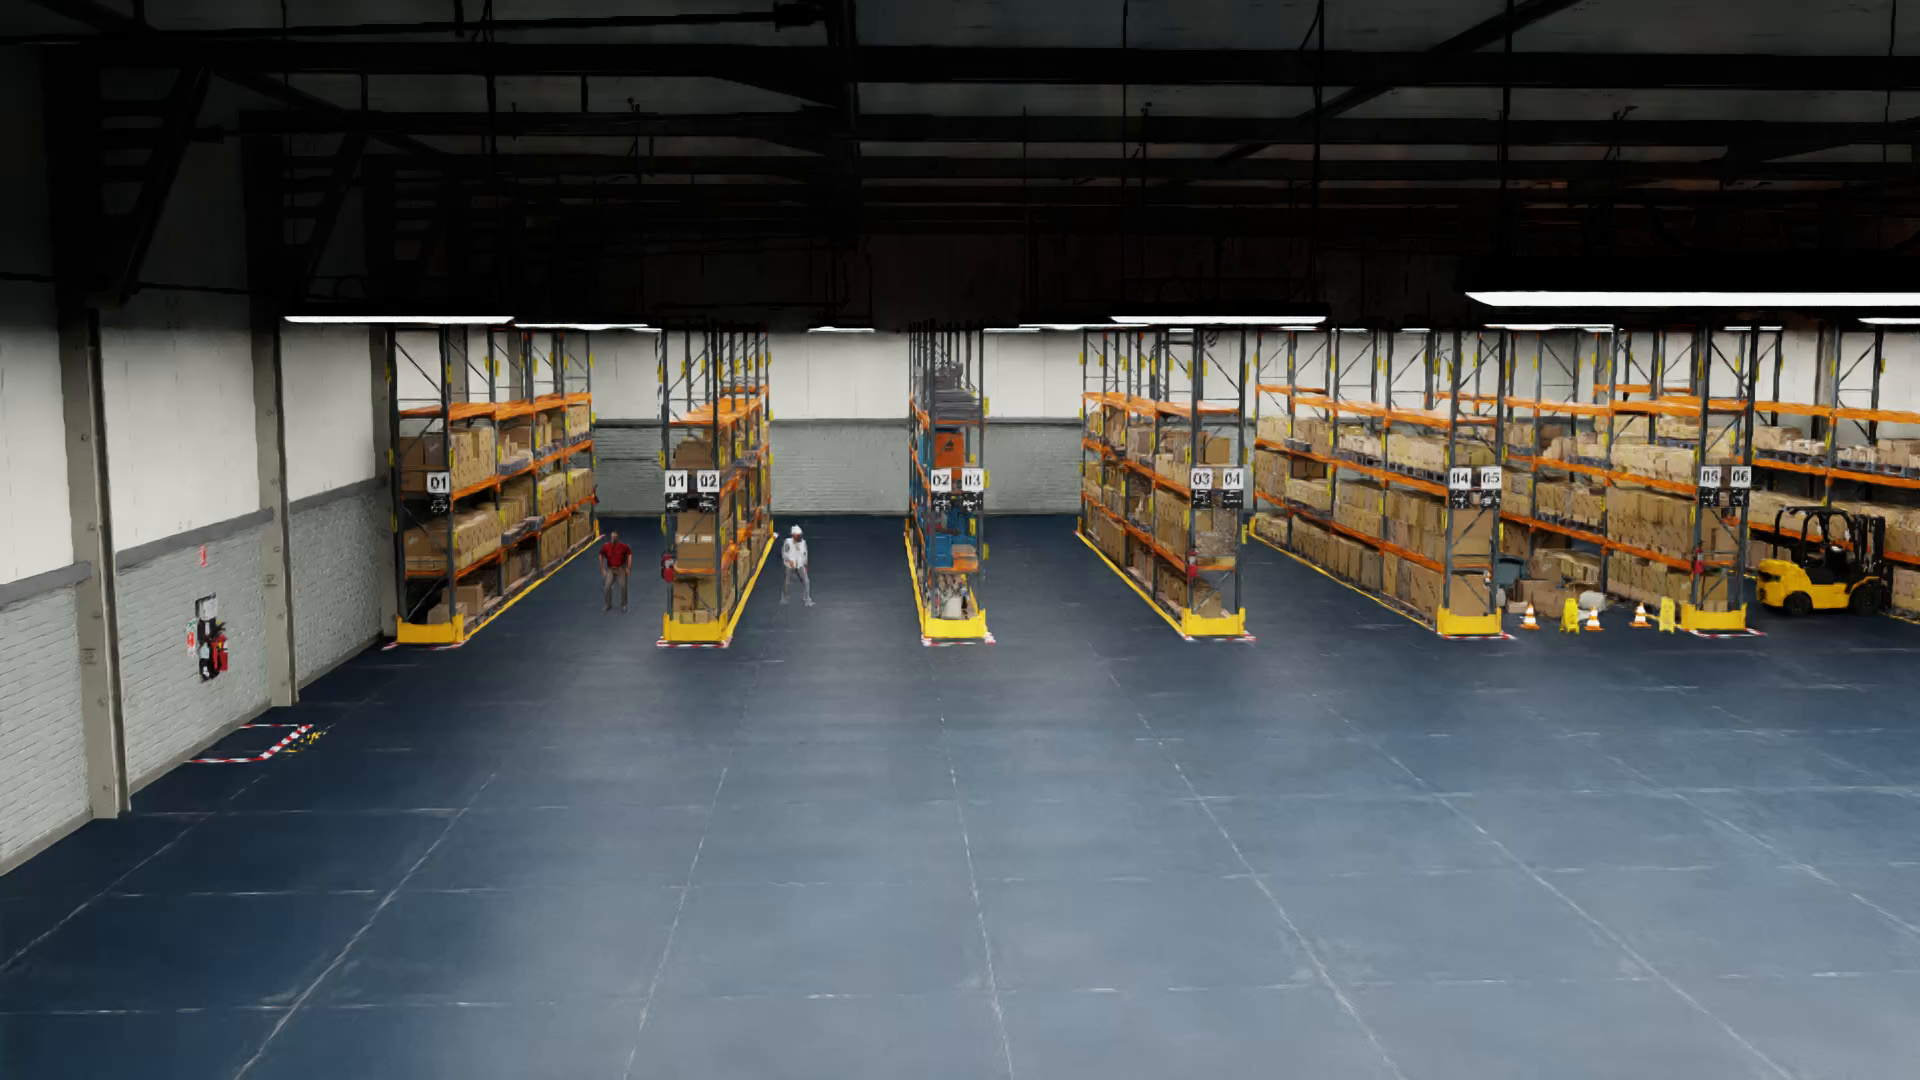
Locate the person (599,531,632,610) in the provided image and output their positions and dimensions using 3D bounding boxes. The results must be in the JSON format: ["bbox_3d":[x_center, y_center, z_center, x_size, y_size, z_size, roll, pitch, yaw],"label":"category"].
[{"bbox_3d":[-7.149,0.636,34.542,0.682,1.676,0.529,-1,7,-6],"label":"person"}]

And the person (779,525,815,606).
[{"bbox_3d":[-3.508,0.522,35.208,0.641,1.709,0.841,-3,8,-20],"label":"person"}]

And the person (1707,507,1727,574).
[{"bbox_3d":[17.855,0.030,39.296,0.575,1.665,0.550,3,8,21],"label":"person"}]

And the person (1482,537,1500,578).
[{"bbox_3d":[12.311,0.058,38.757,0.586,1.748,0.653,3,8,24],"label":"person"}]

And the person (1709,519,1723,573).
[{"bbox_3d":[16.250,0.393,35.888,0.486,1.787,0.608,4,8,27],"label":"person"}]
